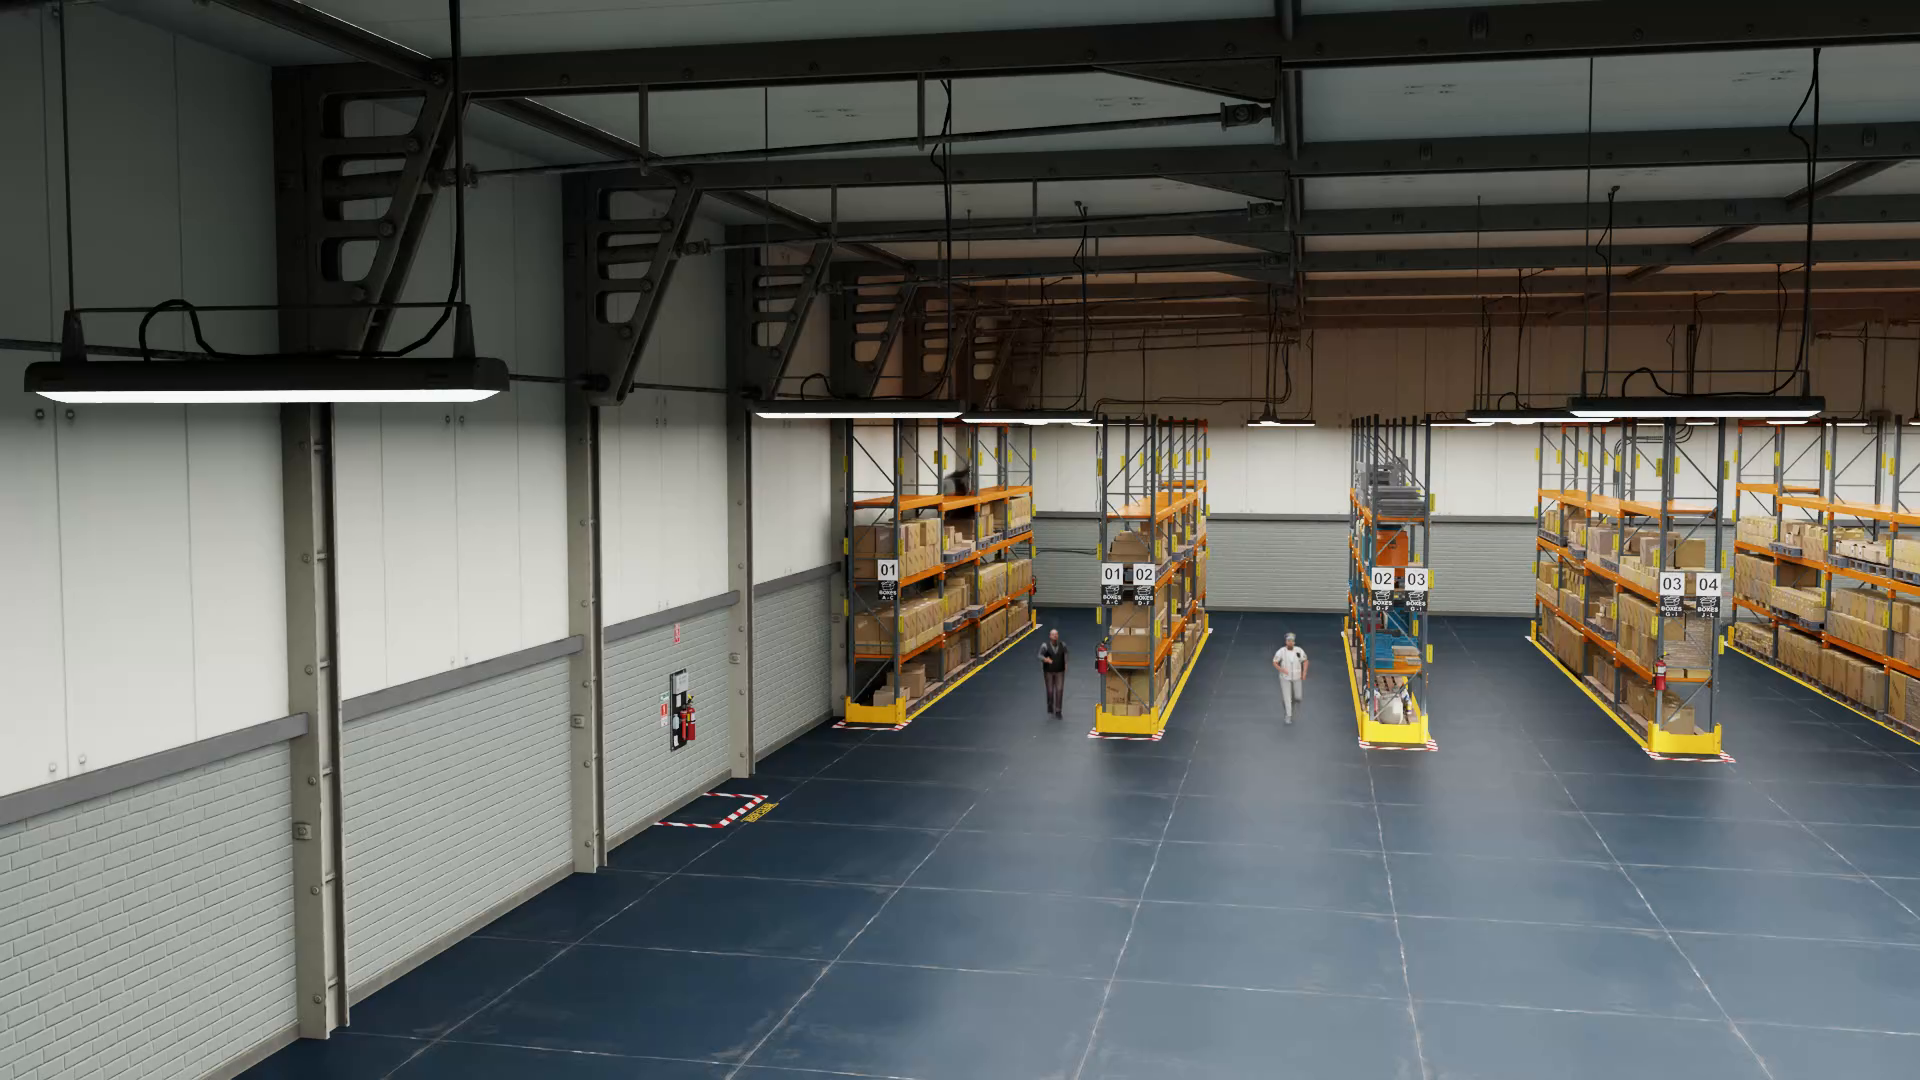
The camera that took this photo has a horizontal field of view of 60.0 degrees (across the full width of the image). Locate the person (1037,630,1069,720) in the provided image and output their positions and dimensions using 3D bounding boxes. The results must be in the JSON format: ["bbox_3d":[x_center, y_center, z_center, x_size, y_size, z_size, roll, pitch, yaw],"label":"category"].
[{"bbox_3d":[1.854,2.683,33.064,0.647,1.662,0.914,0,4,-1],"label":"person"}]

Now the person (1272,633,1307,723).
[{"bbox_3d":[6.461,2.691,32.472,0.705,1.753,0.577,0,4,1],"label":"person"}]

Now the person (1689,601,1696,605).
[{"bbox_3d":[19.245,1.890,43.828,0.670,1.816,0.864,2,5,33],"label":"person"}]
